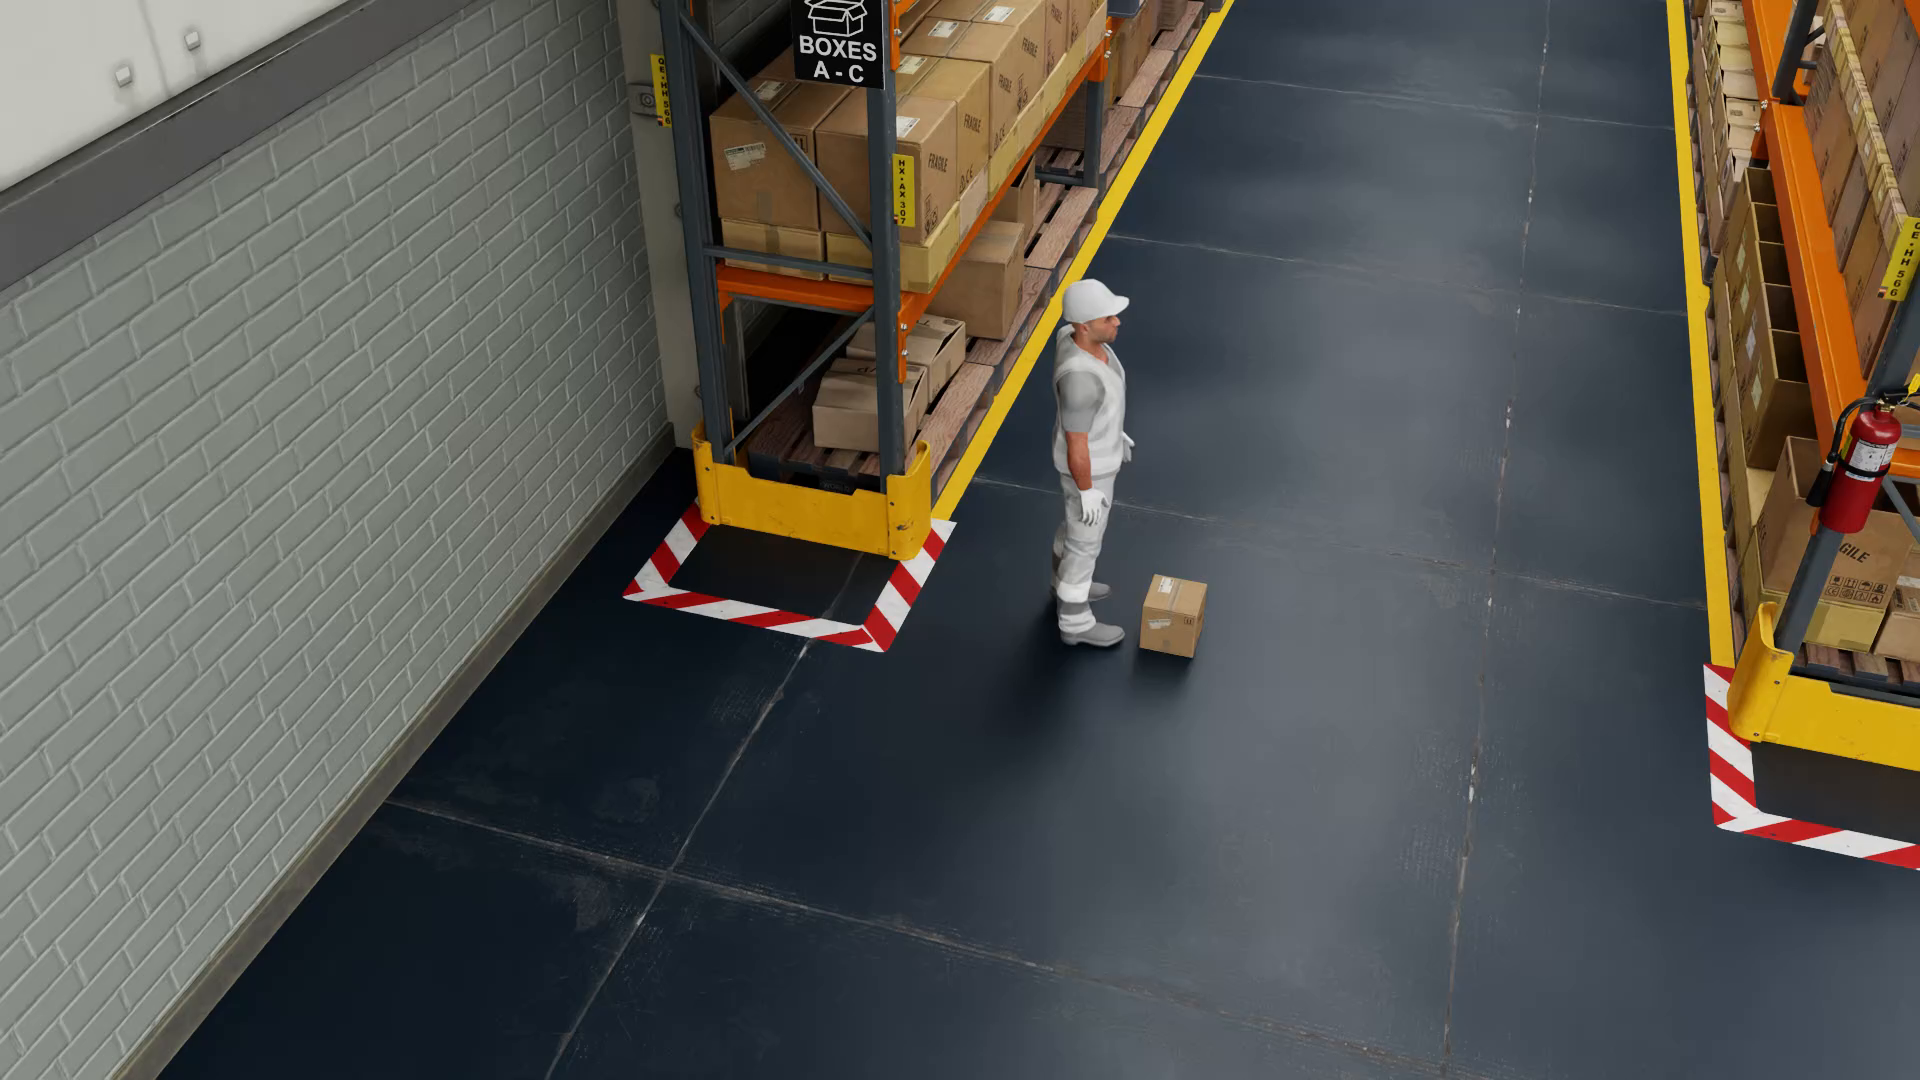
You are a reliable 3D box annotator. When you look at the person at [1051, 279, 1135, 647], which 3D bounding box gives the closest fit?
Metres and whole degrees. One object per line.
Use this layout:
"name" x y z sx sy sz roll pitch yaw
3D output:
"person" 0.586 -0.331 7.304 0.381 1.816 0.566 3 37 4
